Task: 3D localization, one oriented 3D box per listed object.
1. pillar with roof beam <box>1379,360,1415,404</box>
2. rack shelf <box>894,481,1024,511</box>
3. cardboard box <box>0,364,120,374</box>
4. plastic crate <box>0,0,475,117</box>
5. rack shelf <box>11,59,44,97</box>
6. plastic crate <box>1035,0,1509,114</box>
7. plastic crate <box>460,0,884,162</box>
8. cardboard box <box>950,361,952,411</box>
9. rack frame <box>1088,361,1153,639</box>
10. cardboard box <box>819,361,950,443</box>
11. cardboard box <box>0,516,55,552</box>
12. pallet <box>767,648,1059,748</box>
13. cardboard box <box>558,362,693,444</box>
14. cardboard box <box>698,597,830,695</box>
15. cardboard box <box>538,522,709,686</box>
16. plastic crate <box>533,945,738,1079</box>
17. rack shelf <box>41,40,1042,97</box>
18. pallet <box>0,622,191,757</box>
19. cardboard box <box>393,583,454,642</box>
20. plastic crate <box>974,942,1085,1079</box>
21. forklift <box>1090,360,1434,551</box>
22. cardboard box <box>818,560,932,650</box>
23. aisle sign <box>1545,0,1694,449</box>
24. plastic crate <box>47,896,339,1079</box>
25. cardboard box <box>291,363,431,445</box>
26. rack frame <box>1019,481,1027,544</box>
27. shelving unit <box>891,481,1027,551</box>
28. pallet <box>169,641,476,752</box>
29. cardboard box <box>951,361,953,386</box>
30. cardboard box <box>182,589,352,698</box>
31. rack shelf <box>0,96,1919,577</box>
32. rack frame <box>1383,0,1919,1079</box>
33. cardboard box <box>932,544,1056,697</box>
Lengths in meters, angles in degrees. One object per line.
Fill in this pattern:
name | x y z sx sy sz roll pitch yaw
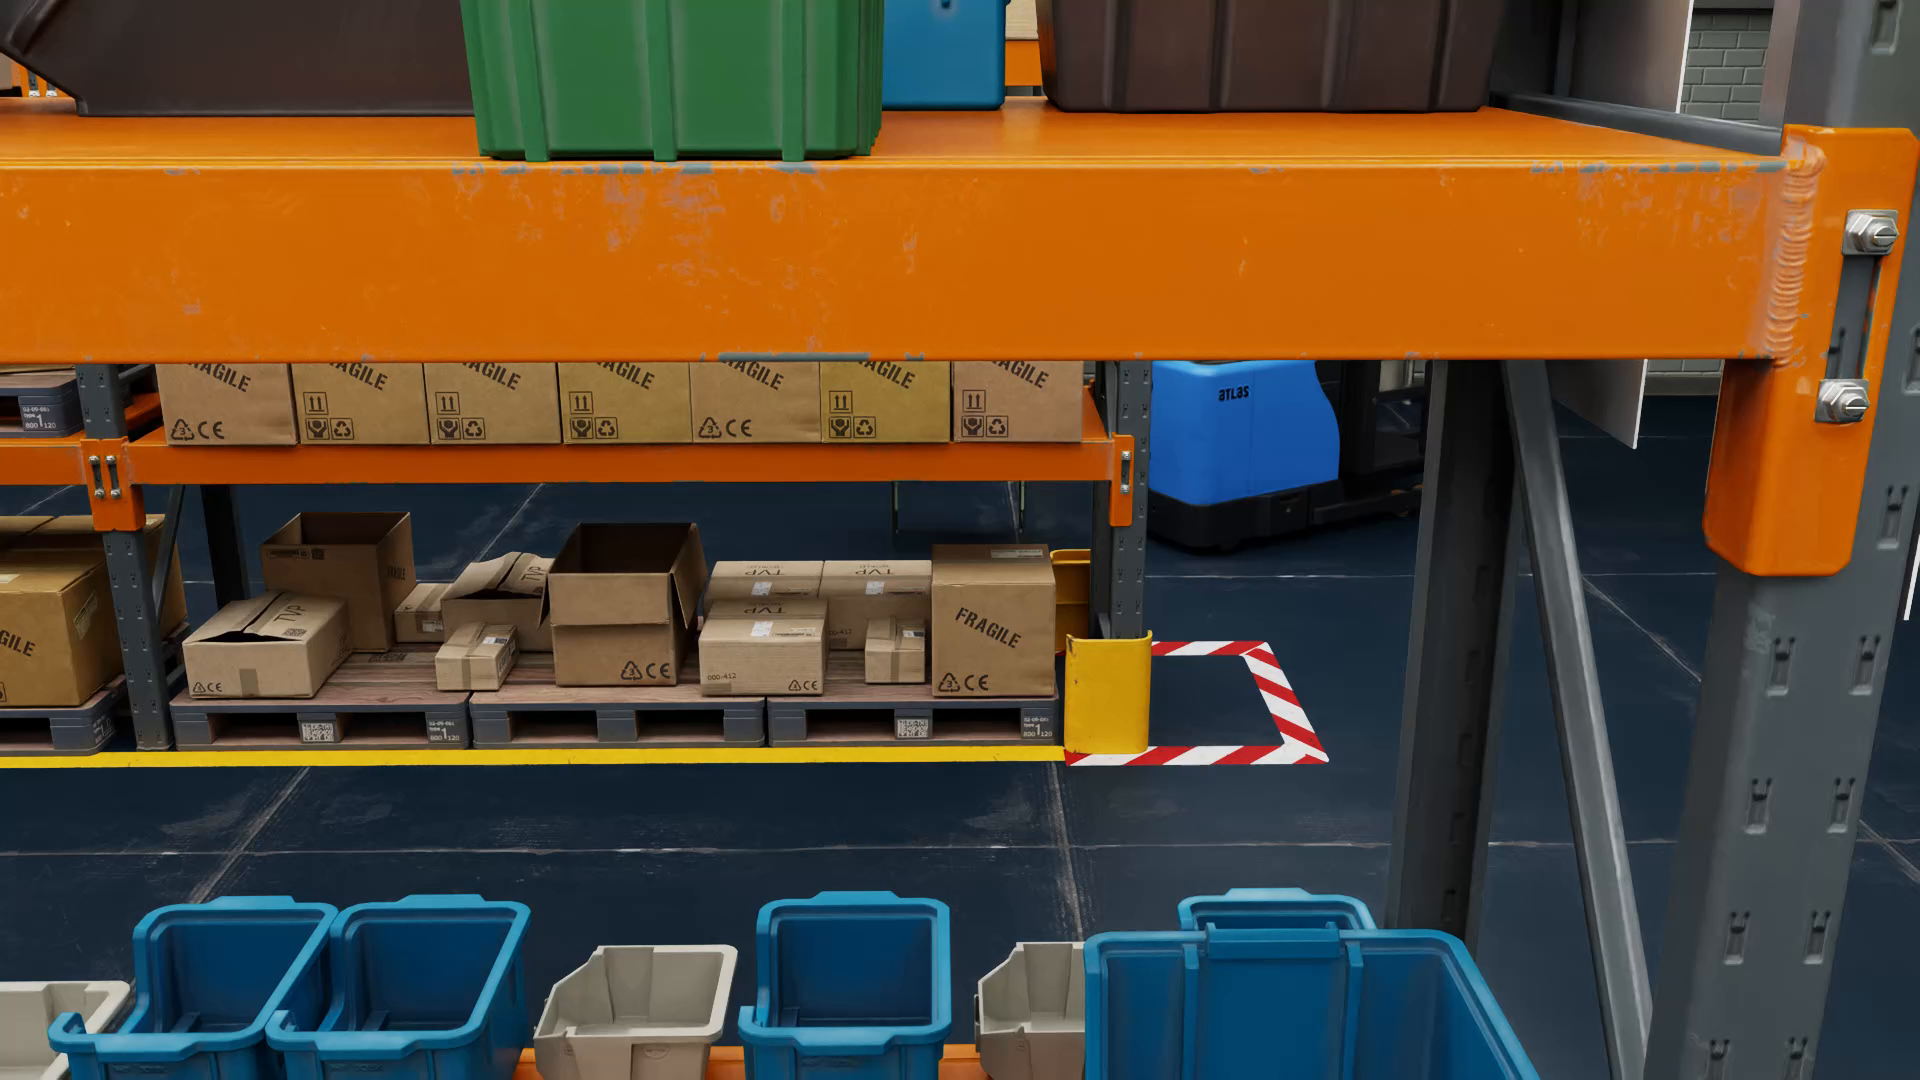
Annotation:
pillar with roof beam | 3.344 -4.061 7.476 0.400 9.000 9.100 0 18 -1
rack shelf | -0.007 -0.404 9.418 0.720 0.370 0.431 0 18 -1
cardboard box | -3.805 -1.024 6.977 0.500 0.500 0.700 -6 19 -19
plastic crate | -0.785 -0.692 1.984 0.767 0.338 0.504 0 18 -1
rack shelf | -5.327 -1.786 6.472 4.000 0.370 1.077 0 18 -1
plastic crate | 0.357 -0.666 2.016 0.590 0.269 0.497 0 18 -1
plastic crate | -0.235 -0.452 1.482 0.336 0.188 0.450 0 18 -1
cardboard box | -0.291 -0.851 7.127 0.500 0.500 0.500 0 18 -1
rack frame | 0.672 -0.729 6.910 0.127 3.000 1.000 0 18 -1
cardboard box | -0.290 -0.688 6.618 0.500 0.500 0.500 0 18 0
cardboard box | -4.348 0.205 7.371 0.500 0.500 0.500 0 18 0
pallet | -0.201 0.603 7.322 1.213 0.211 1.003 0 18 -1
cardboard box | -1.293 -0.685 6.608 0.500 0.500 0.500 -1 18 -2
cardboard box | -0.818 0.444 7.035 0.500 0.250 0.500 0 18 -1
cardboard box | -1.449 0.259 7.197 0.637 0.503 0.797 0 18 -1
plastic crate | -0.506 0.761 2.599 0.298 0.136 0.250 0 18 -1
rack shelf | -1.328 -1.805 6.532 4.000 0.370 1.077 0 18 -1
pallet | -4.140 0.633 7.228 1.213 0.211 1.003 0 18 -1
cardboard box | -2.388 0.328 7.560 0.250 0.149 0.380 0 18 -1
plastic crate | 0.172 0.757 2.609 0.298 0.136 0.250 0 18 -1
forklift | 2.295 -1.656 9.912 3.031 2.935 1.130 -11 21 -31
cardboard box | -0.376 0.289 7.518 0.500 0.250 0.500 0 18 -1
aisle sign | 0.814 -0.545 2.081 0.004 0.787 0.394 0 18 -1
plastic crate | -1.122 0.743 2.496 0.300 0.233 0.416 0 18 -1
cardboard box | -2.302 -0.680 6.594 0.500 0.500 0.500 0 18 0
rack frame | 0.359 -0.716 9.324 0.023 1.500 0.400 0 18 -1
shelving unit | -0.007 -0.714 9.318 0.755 1.500 0.431 0 18 -1
pallet | -2.641 0.615 7.286 1.213 0.211 1.003 0 18 -1
cardboard box | -0.108 -1.218 11.839 0.500 0.500 0.700 0 18 -1
cardboard box | -2.904 0.425 6.994 0.500 0.311 0.500 0 18 -1
rack shelf | -1.253 -0.293 1.816 4.000 0.370 1.077 0 18 -1
rack frame | 0.747 0.785 2.191 0.053 2.616 0.949 0 18 -1
cardboard box | 0.132 0.329 6.982 0.500 0.500 0.500 0 18 -1
